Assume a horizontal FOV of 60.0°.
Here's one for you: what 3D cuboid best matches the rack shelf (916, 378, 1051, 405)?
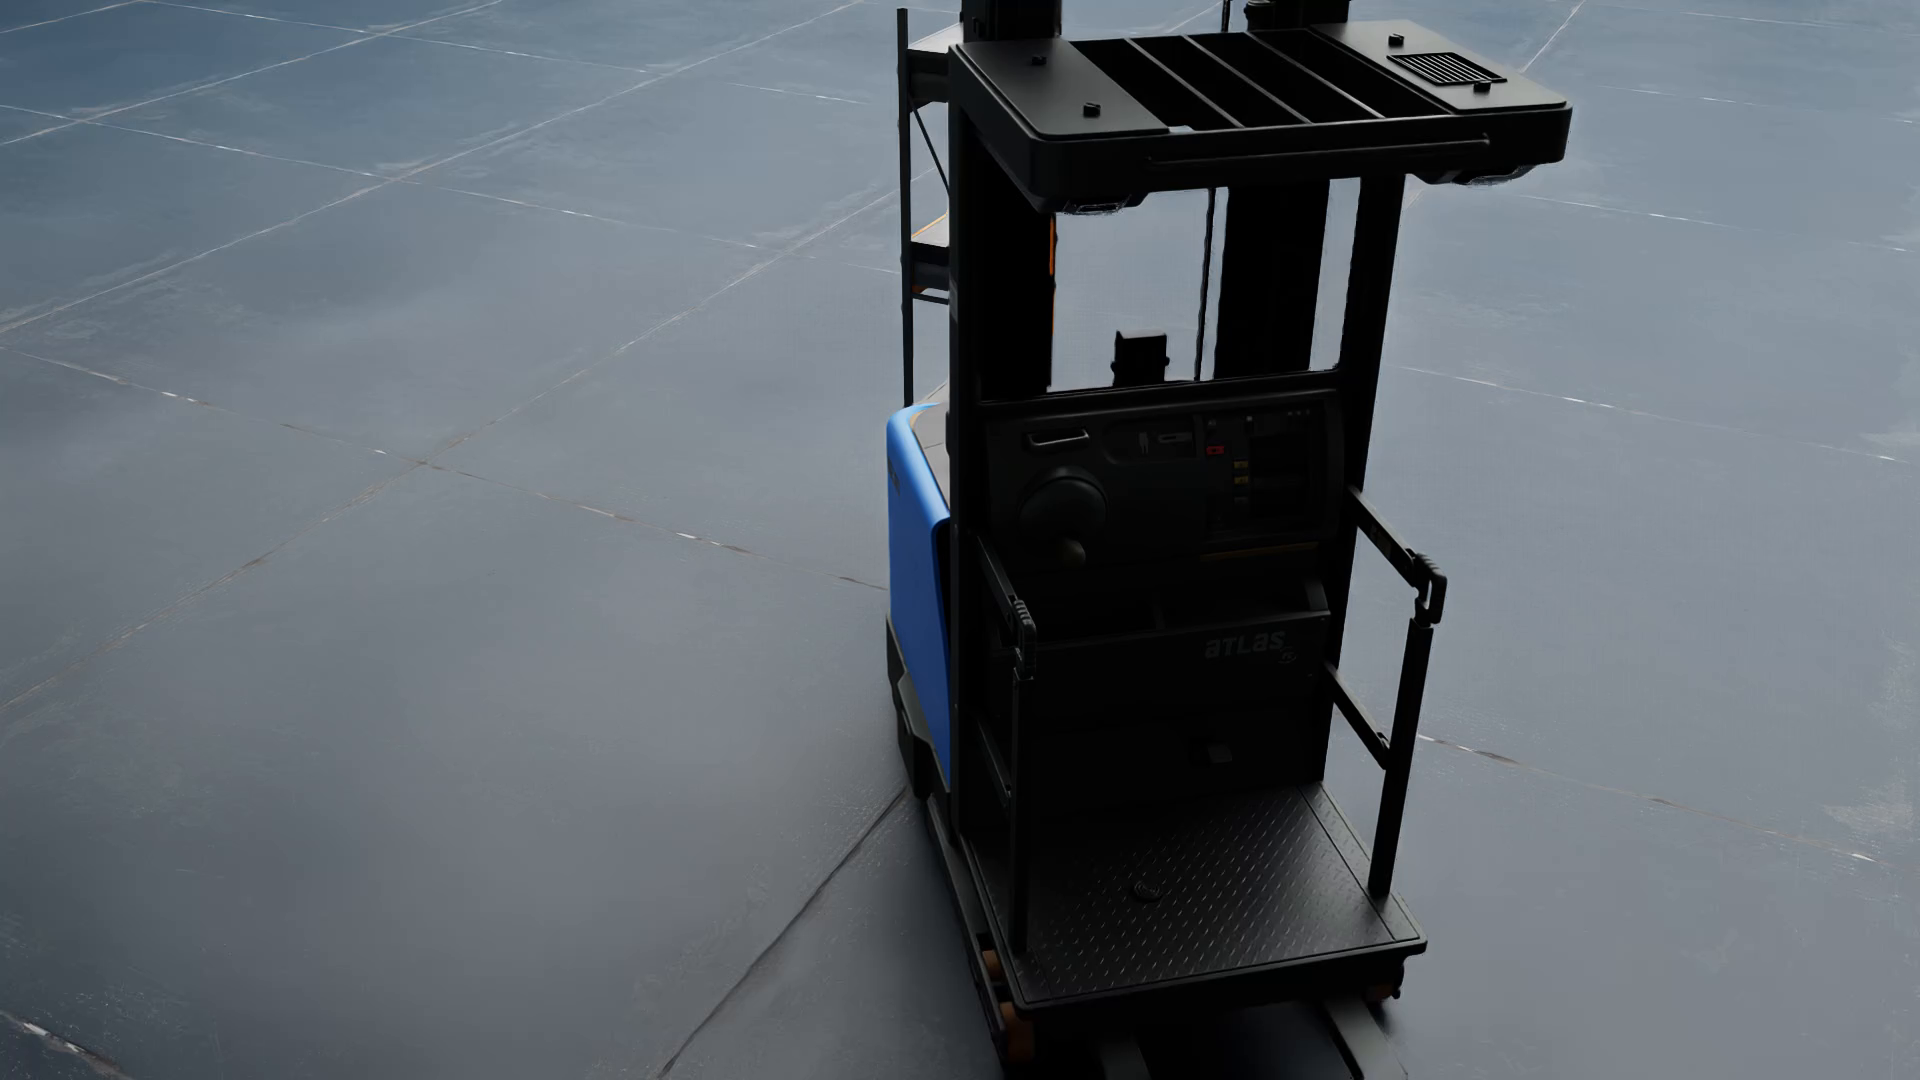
[{"bbox_3d":[0.075,-0.365,6.710,0.431,0.518,0.480,14,33,23],"label":"rack shelf"}]

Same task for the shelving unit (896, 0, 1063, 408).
[{"bbox_3d":[0.075,-0.984,6.355,0.431,2.100,0.503,14,33,23],"label":"shelving unit"}]

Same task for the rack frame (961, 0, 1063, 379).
[{"bbox_3d":[0.187,-1.092,6.543,0.400,2.100,0.015,14,33,23],"label":"rack frame"}]

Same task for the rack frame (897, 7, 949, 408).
[{"bbox_3d":[-0.036,-0.876,6.167,0.400,2.100,0.015,14,33,23],"label":"rack frame"}]

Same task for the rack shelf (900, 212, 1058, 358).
[{"bbox_3d":[0.075,-0.972,6.362,0.431,0.518,0.480,14,33,23],"label":"rack shelf"}]

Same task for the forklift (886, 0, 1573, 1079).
[{"bbox_3d":[0.569,-0.107,3.993,1.130,2.935,3.031,-6,30,-11],"label":"forklift"}]

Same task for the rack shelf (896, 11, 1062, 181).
[{"bbox_3d":[0.075,-1.579,6.013,0.431,0.518,0.480,14,33,23],"label":"rack shelf"}]
